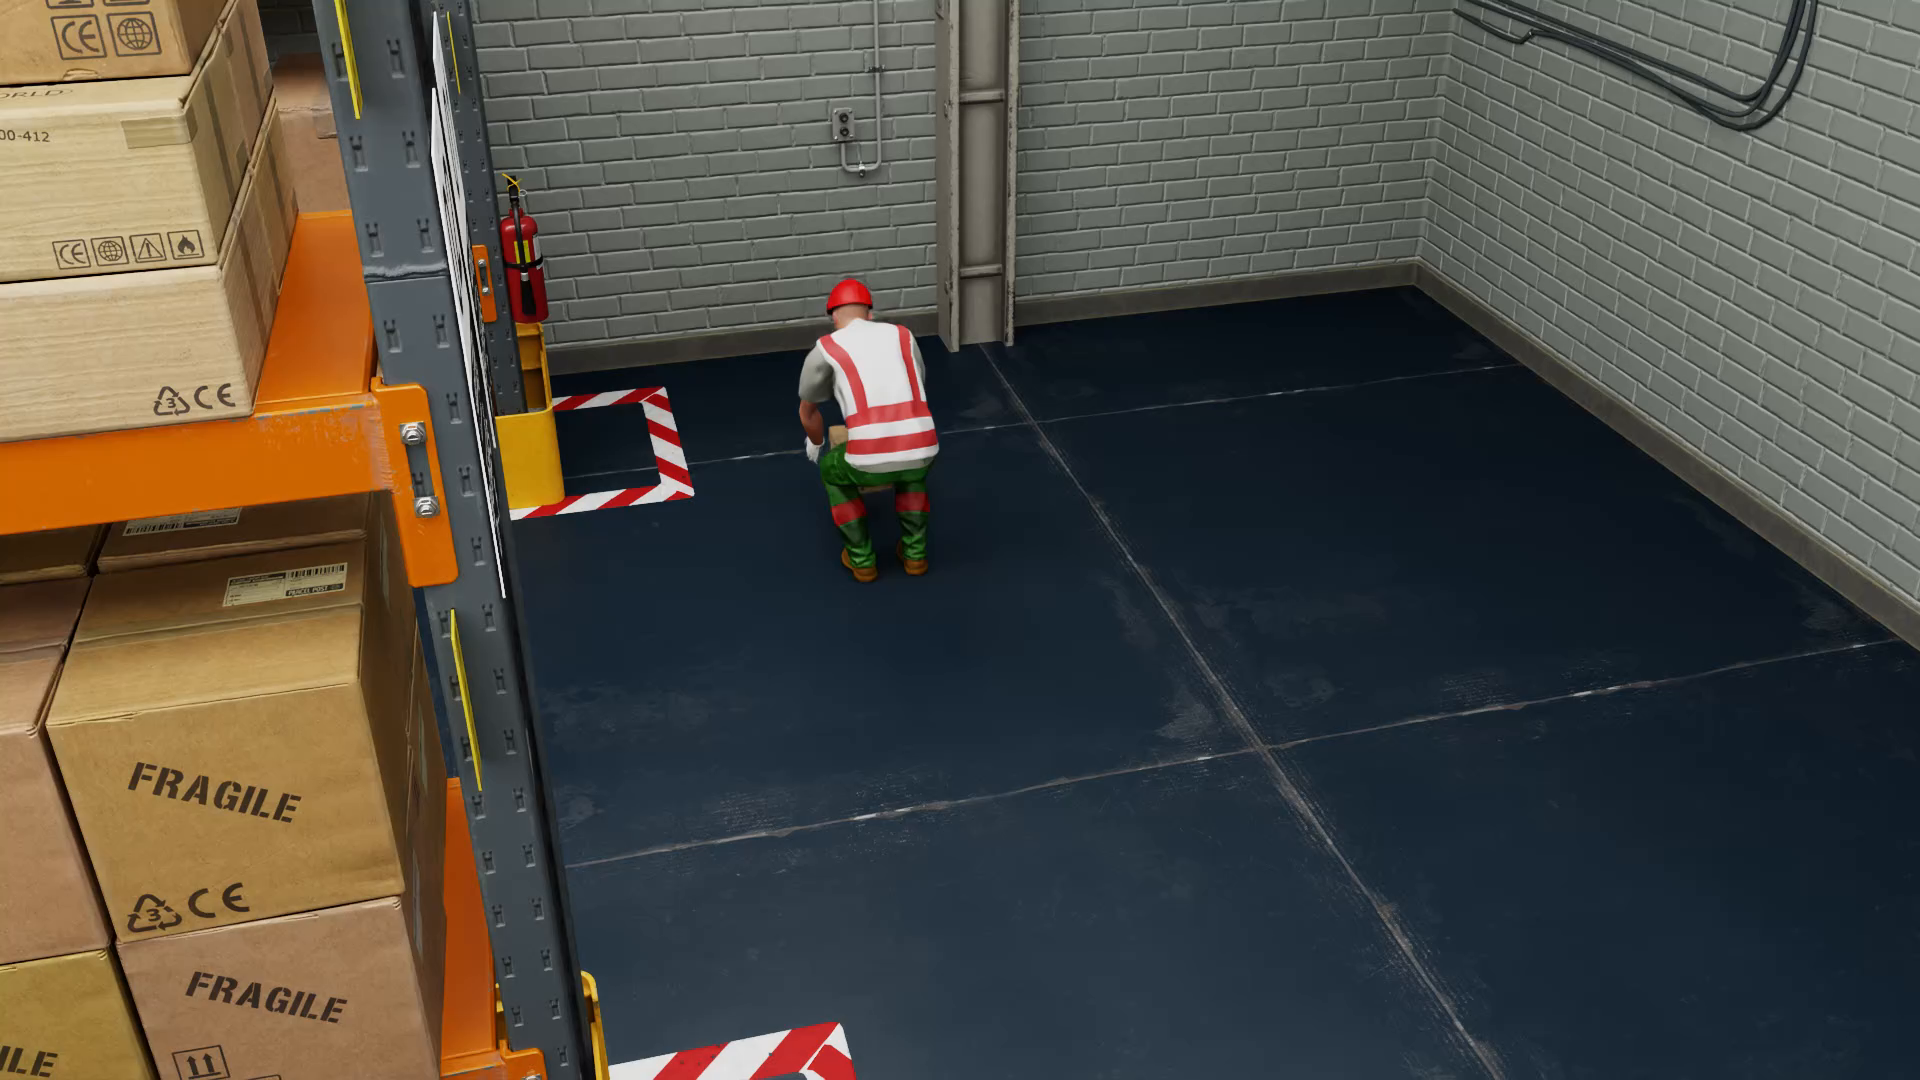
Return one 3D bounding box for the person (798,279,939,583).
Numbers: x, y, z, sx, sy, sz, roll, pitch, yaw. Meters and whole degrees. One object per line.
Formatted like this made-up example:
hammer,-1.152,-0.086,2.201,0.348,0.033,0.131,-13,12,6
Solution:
person,-0.407,-0.465,7.436,0.585,1.267,0.825,-8,31,-13
